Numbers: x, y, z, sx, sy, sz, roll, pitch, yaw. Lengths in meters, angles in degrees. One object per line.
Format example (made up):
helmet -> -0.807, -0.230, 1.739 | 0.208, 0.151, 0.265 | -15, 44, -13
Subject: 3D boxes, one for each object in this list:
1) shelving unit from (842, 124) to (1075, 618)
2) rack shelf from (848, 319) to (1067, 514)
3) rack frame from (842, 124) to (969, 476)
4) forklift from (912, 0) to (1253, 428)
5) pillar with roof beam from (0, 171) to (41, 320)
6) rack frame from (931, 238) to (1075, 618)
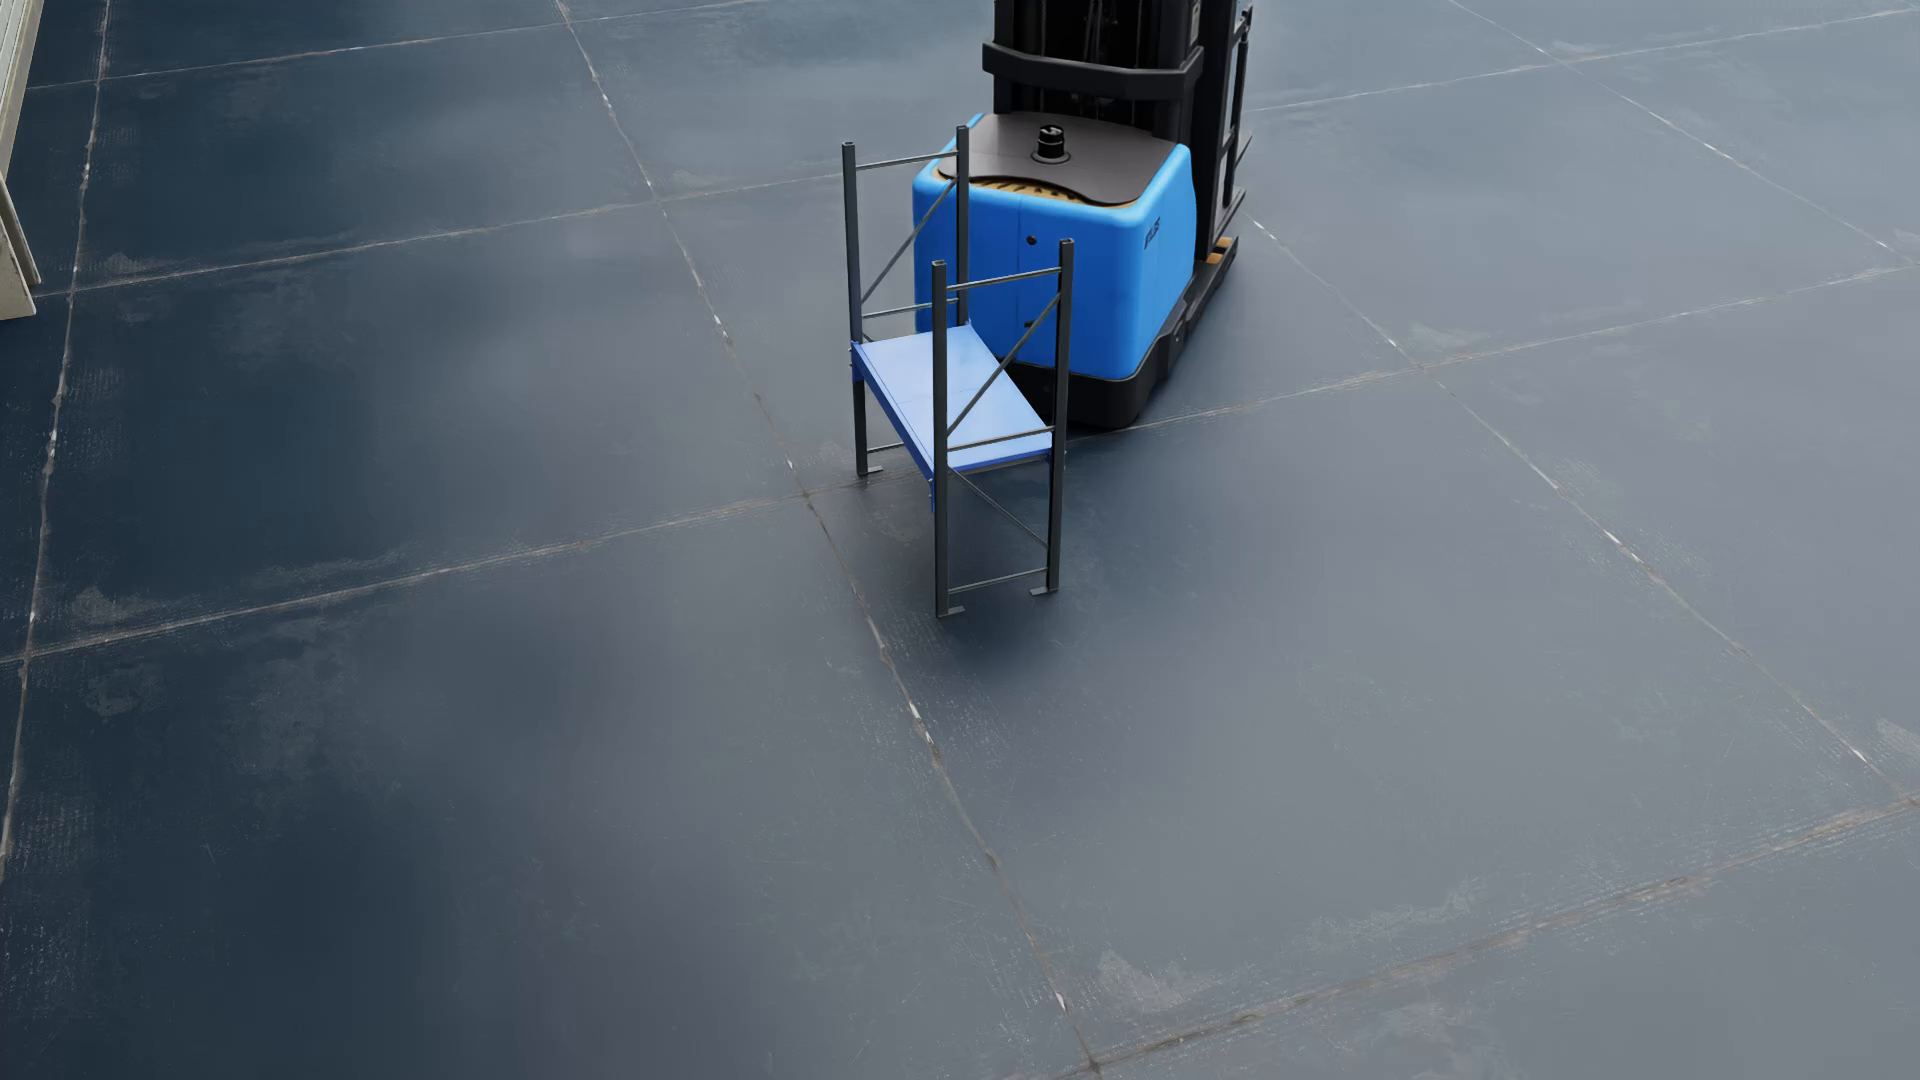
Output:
shelving unit -> -0.029, -0.647, 6.363 | 0.538, 1.500, 1.048 | -12, 39, -16
rack shelf -> -0.029, -0.504, 6.471 | 0.538, 0.185, 1.000 | -12, 39, -16
rack frame -> -0.204, -0.934, 6.744 | 0.500, 1.500, 0.032 | -12, 39, -16
forklift -> 0.794, -2.548, 7.696 | 1.130, 2.935, 3.031 | 13, 39, 17
pillar with roof beam -> -0.749, -5.681, 6.813 | 9.100, 9.000, 0.400 | -12, 39, -16
rack frame -> 0.146, -0.360, 5.981 | 0.500, 1.500, 0.032 | -12, 39, -16
